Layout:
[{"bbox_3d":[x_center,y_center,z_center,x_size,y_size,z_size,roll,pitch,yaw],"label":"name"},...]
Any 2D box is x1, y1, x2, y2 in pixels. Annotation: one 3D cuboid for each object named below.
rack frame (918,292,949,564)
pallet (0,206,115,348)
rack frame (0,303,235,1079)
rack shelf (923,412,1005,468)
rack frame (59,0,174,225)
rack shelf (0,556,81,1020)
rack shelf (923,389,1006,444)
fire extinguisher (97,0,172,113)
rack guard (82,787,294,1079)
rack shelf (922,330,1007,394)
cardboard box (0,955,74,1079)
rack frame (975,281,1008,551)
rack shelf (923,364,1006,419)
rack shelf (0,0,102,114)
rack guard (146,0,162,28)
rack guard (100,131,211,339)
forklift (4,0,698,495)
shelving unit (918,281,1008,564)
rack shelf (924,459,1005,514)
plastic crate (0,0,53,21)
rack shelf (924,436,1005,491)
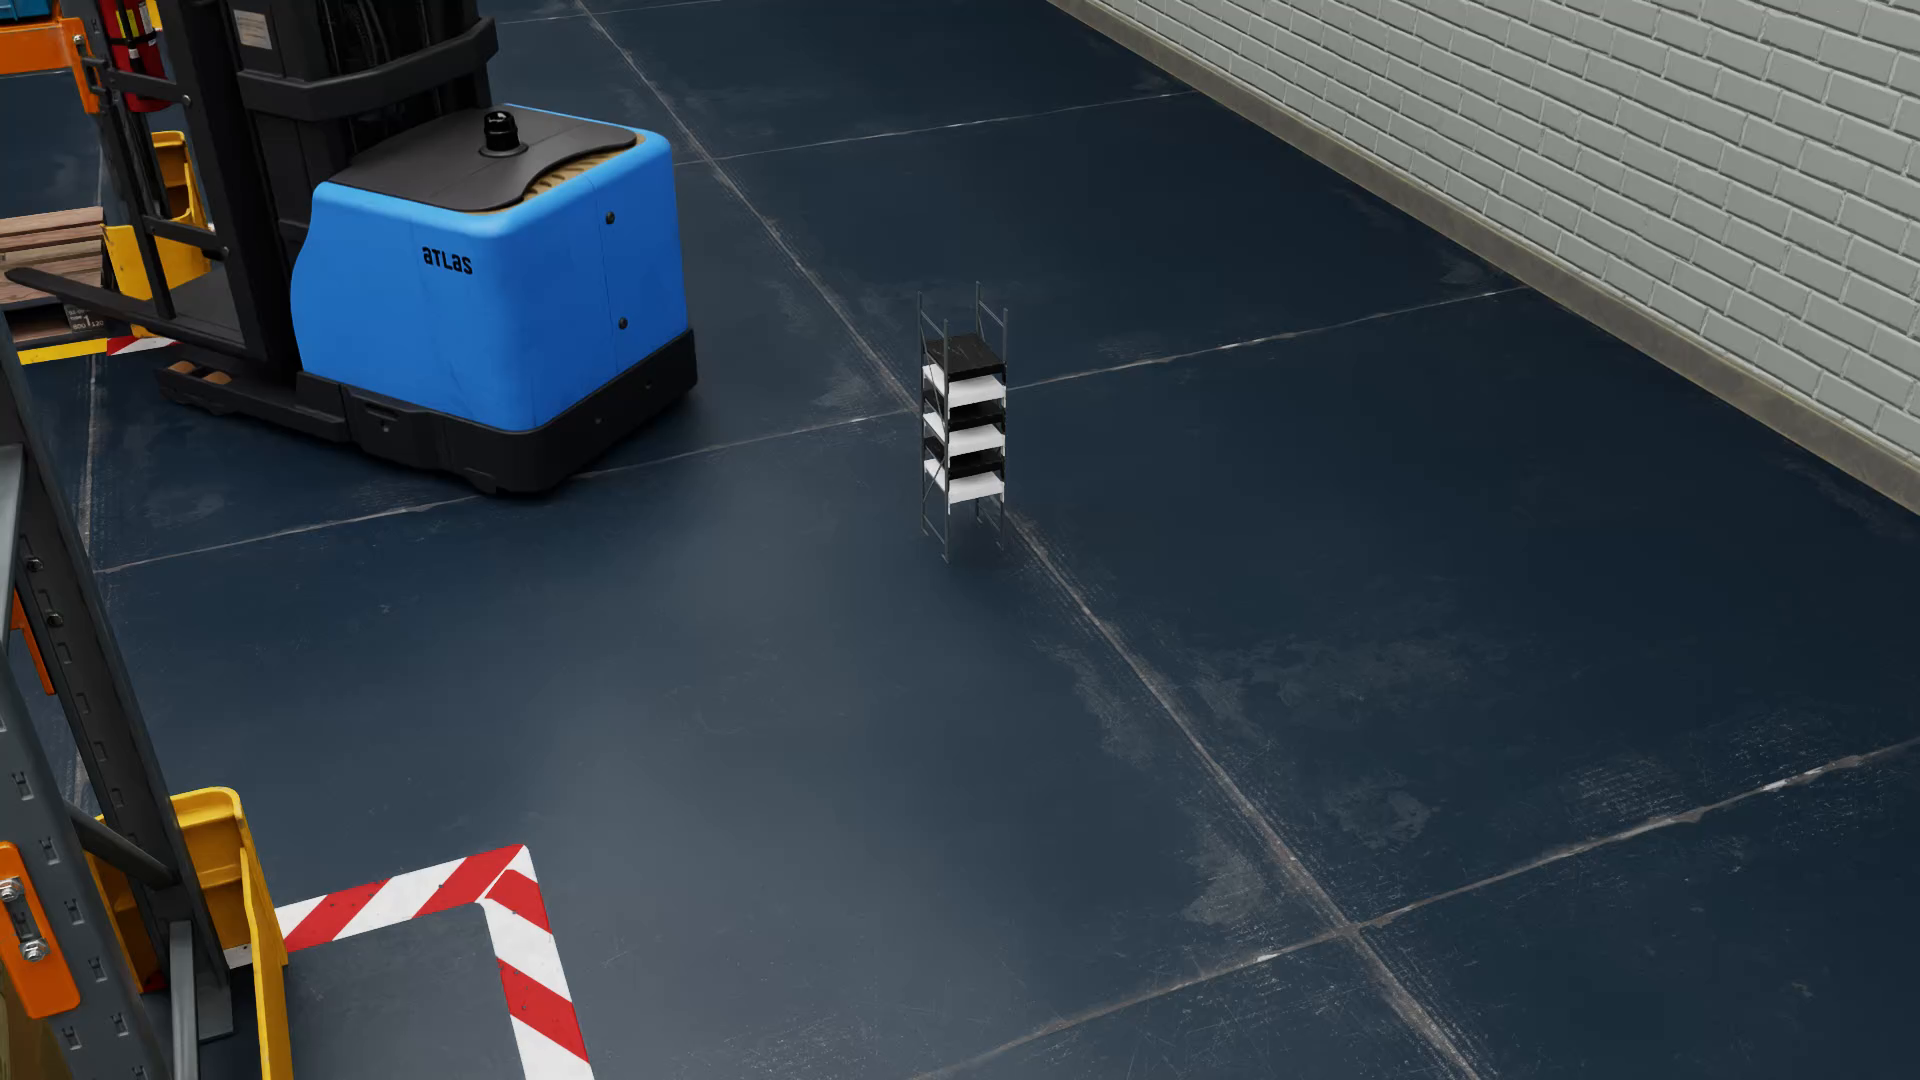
[{"bbox_3d":[-0.086,-0.357,5.474,0.006,0.900,0.240,-13,35,-19],"label":"rack frame"},{"bbox_3d":[-4.365,-1.097,7.243,1.213,0.211,1.003,-13,35,-19],"label":"pallet"},{"bbox_3d":[-1.672,0.070,2.892,0.127,3.000,1.000,-13,35,-19],"label":"rack frame"},{"bbox_3d":[0.007,-0.351,5.525,0.200,0.077,0.258,-13,35,-19],"label":"rack shelf"},{"bbox_3d":[-3.589,-2.421,6.720,0.127,3.000,1.000,-13,35,-19],"label":"rack frame"},{"bbox_3d":[-3.516,0.794,2.440,4.000,0.370,1.077,-13,35,-19],"label":"rack shelf"},{"bbox_3d":[0.007,-0.426,5.476,0.200,0.077,0.258,-13,35,-19],"label":"rack shelf"},{"bbox_3d":[-3.274,-2.035,6.541,0.183,0.674,0.296,-13,35,-19],"label":"fire extinguisher"},{"bbox_3d":[-1.650,1.112,3.582,0.348,0.500,1.175,-13,35,-19],"label":"rack guard"},{"bbox_3d":[0.007,-0.577,5.378,0.200,0.077,0.258,-13,35,-19],"label":"rack shelf"},{"bbox_3d":[-2.231,0.960,3.088,0.875,0.875,0.875,-13,35,-19],"label":"cardboard box"},{"bbox_3d":[0.101,-0.400,5.540,0.006,0.900,0.240,-13,35,-19],"label":"rack frame"},{"bbox_3d":[0.007,-0.502,5.427,0.200,0.077,0.258,-13,35,-19],"label":"rack shelf"},{"bbox_3d":[-5.434,-1.697,6.267,4.000,0.370,1.077,-13,35,-19],"label":"rack shelf"},{"bbox_3d":[-5.574,-3.849,11.207,0.348,0.500,1.175,-13,35,-19],"label":"rack guard"},{"bbox_3d":[-3.572,-1.385,7.420,0.348,0.500,1.175,-13,35,-19],"label":"rack guard"},{"bbox_3d":[-2.584,-1.953,6.064,3.031,2.935,1.130,16,36,23],"label":"forklift"},{"bbox_3d":[0.007,-0.379,5.507,0.210,0.900,0.258,-13,35,-19],"label":"shelving unit"},{"bbox_3d":[0.007,-0.200,5.624,0.200,0.077,0.258,-13,35,-19],"label":"rack shelf"},{"bbox_3d":[-3.826,-2.296,6.441,0.499,0.435,0.616,-13,35,-19],"label":"plastic crate"},{"bbox_3d":[0.007,-0.276,5.574,0.200,0.077,0.258,-13,35,-19],"label":"rack shelf"}]
